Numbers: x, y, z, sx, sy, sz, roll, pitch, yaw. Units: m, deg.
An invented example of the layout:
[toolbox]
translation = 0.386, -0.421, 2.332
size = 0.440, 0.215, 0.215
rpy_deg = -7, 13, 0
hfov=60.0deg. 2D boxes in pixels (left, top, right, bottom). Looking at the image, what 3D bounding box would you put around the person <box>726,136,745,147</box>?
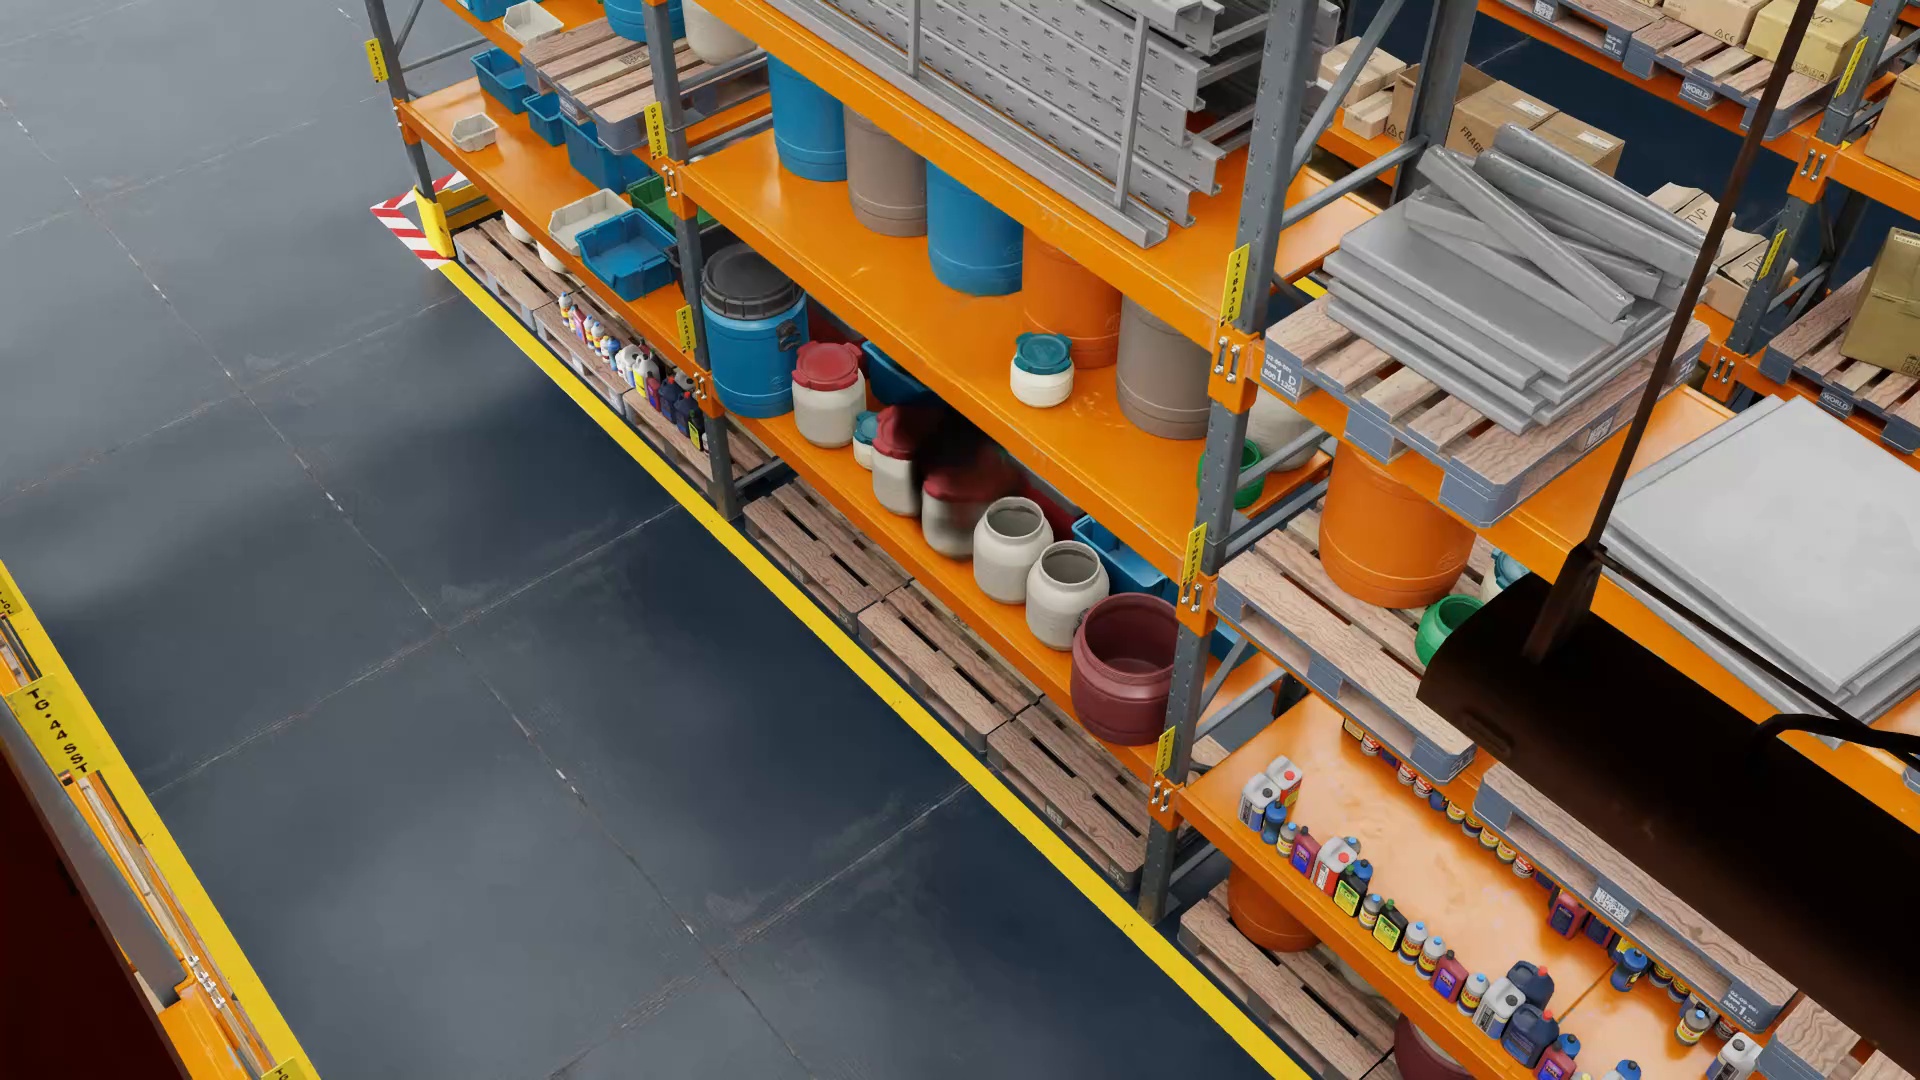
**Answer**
[person]
translation = -2.203, -3.723, 13.337
size = 0.899, 1.650, 0.603
rpy_deg = 23, 51, 20
